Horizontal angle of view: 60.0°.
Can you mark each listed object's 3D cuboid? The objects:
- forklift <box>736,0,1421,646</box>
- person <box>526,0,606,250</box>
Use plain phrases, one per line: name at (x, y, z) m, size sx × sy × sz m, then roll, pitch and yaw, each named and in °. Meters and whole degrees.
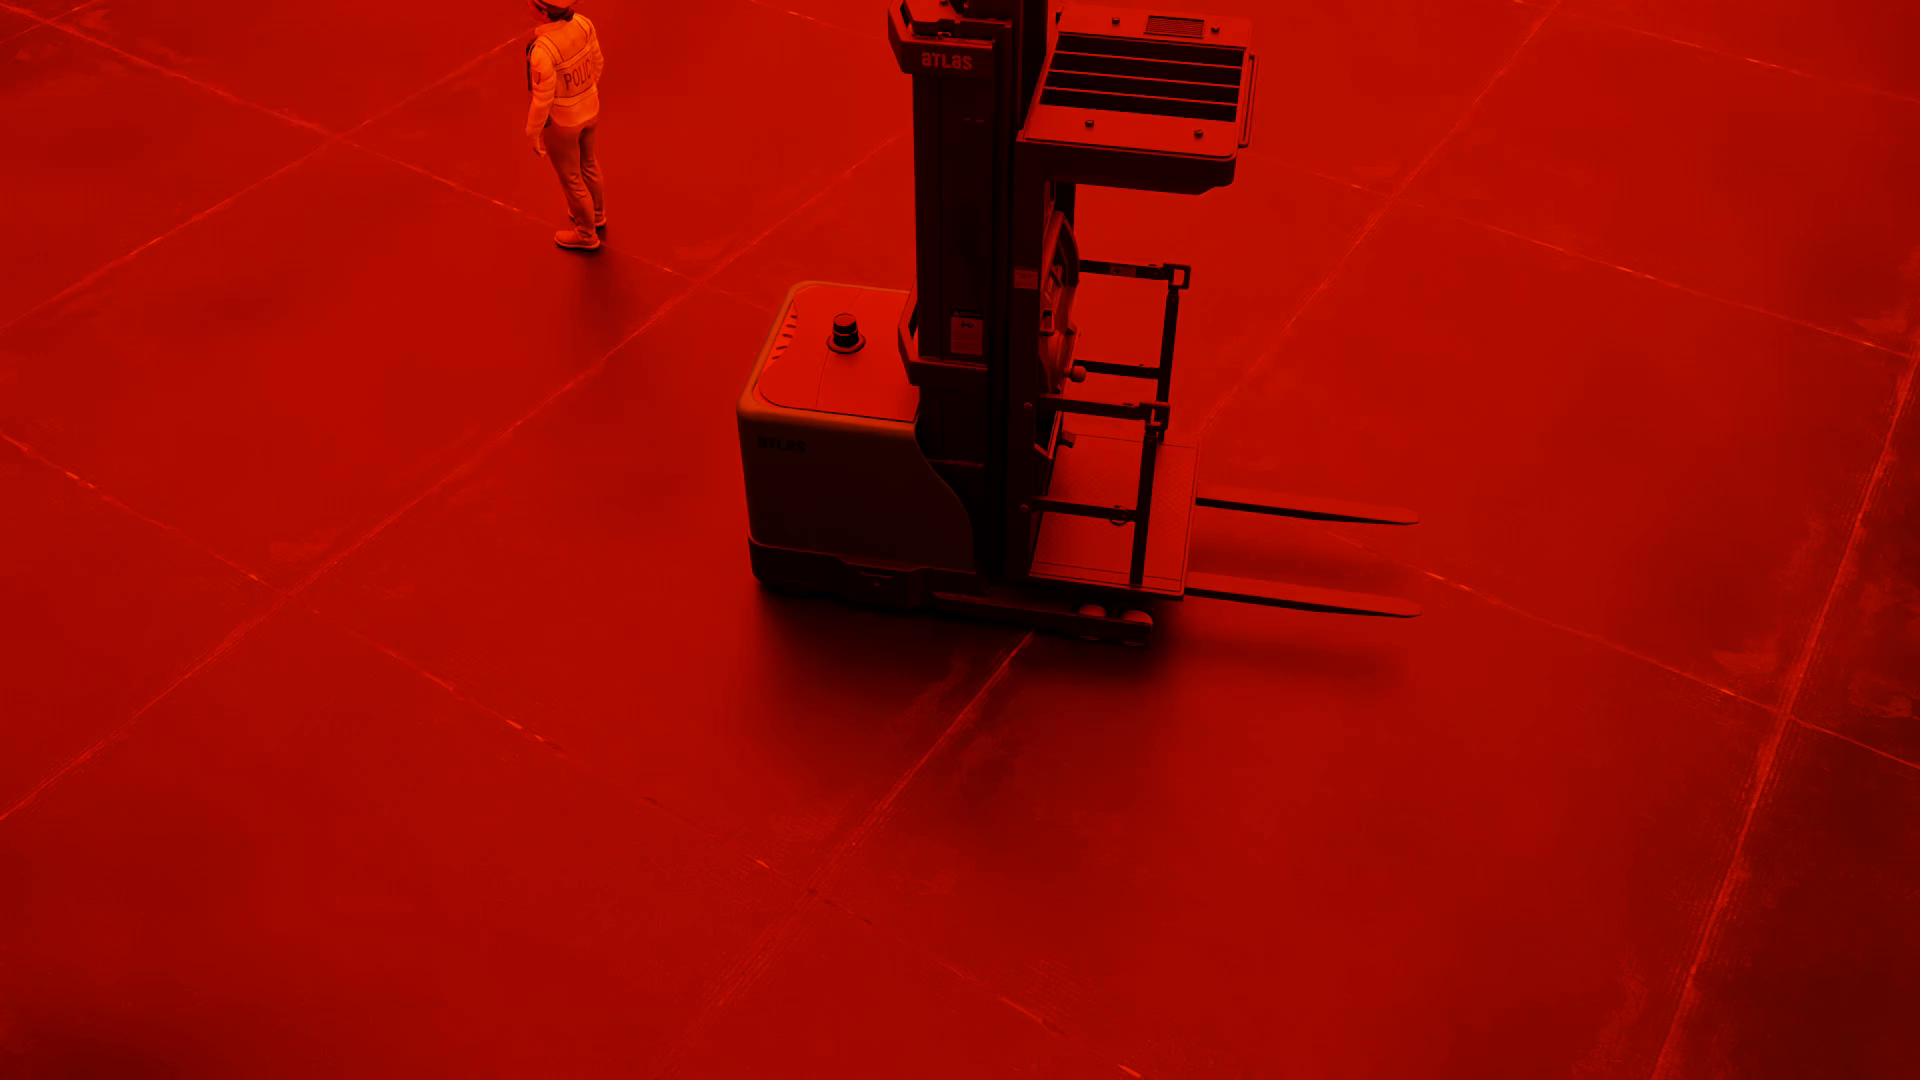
forklift at (0.598, -0.987, 6.890) m, size 3.031 × 2.935 × 1.130 m, roll 7°, pitch 44°, yaw 8°
person at (-2.232, -2.372, 9.237) m, size 0.533 × 1.694 × 0.586 m, roll 20°, pitch 47°, yaw 20°
